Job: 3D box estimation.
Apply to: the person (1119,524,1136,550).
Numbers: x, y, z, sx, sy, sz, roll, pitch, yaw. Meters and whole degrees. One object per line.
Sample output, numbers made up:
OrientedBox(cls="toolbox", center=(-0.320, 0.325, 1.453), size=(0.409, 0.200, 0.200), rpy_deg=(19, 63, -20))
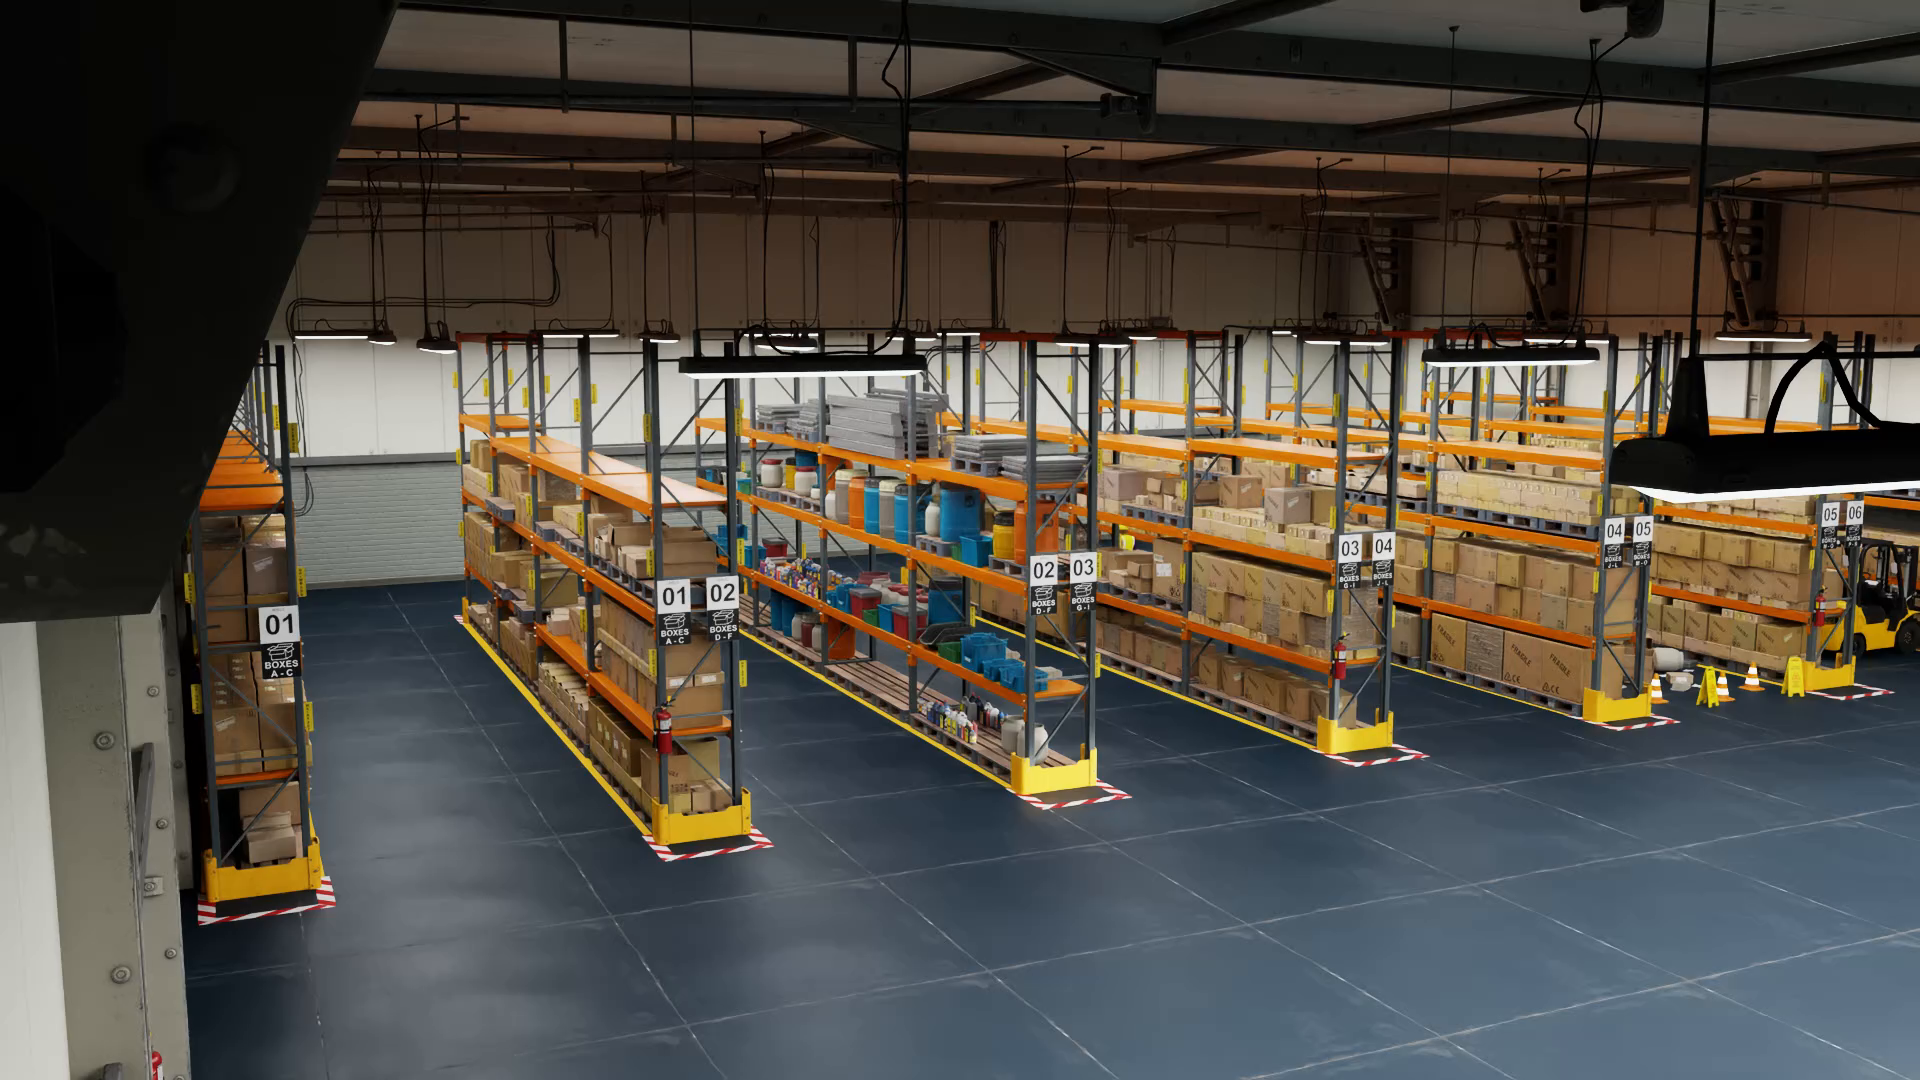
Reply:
OrientedBox(cls="person", center=(3.704, 0.507, 36.911), size=(0.649, 1.741, 0.649), rpy_deg=(7, 10, 42))
